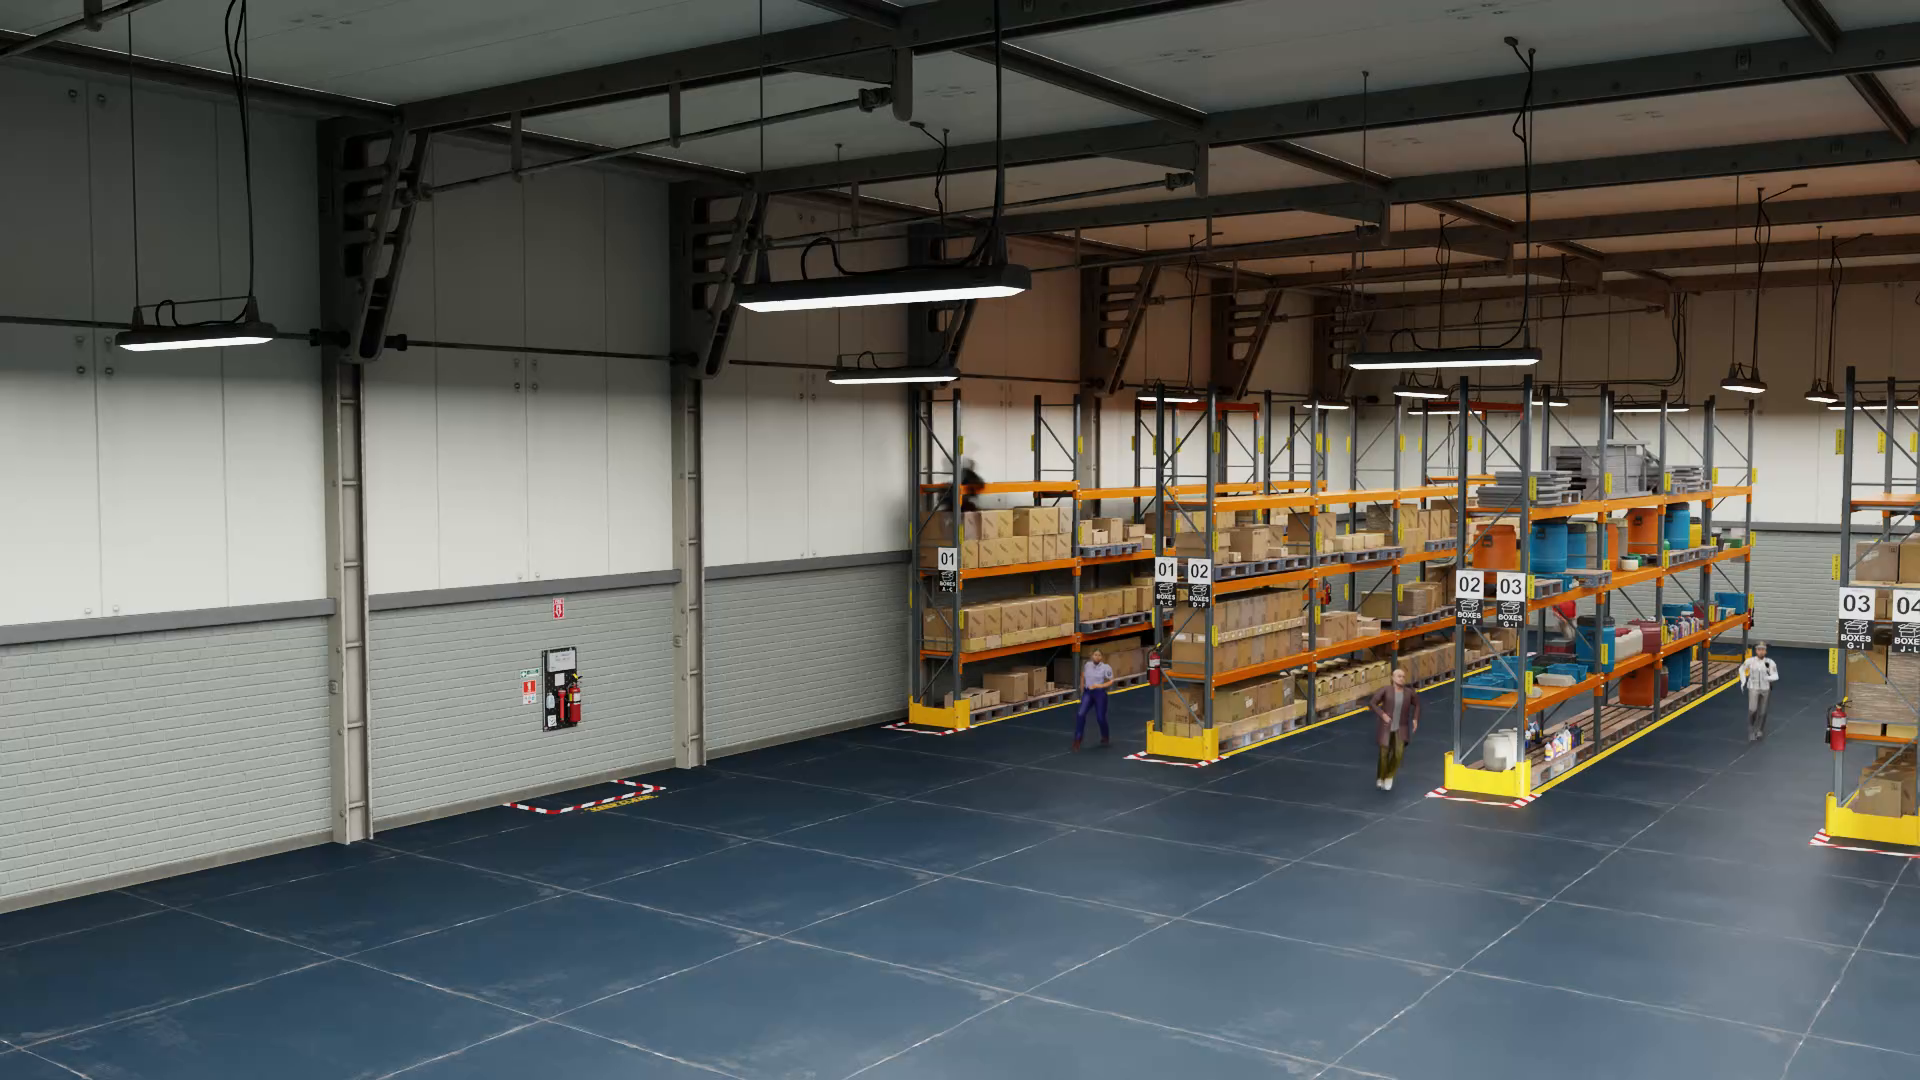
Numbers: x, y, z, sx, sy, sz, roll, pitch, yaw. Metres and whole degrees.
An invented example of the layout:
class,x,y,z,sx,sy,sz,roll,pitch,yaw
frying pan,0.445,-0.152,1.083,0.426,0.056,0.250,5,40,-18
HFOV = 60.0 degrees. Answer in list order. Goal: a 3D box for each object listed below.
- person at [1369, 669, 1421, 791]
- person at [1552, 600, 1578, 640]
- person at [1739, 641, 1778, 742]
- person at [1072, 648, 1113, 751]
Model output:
class,x,y,z,sx,sy,sz,roll,pitch,yaw
person,6.316,2.753,24.125,0.764,1.757,0.685,0,3,8
person,14.281,1.946,39.058,0.694,1.653,0.578,0,3,-6
person,13.490,2.560,28.081,0.580,1.715,0.694,1,3,20
person,2.246,2.621,27.477,0.608,1.678,0.877,1,4,23
